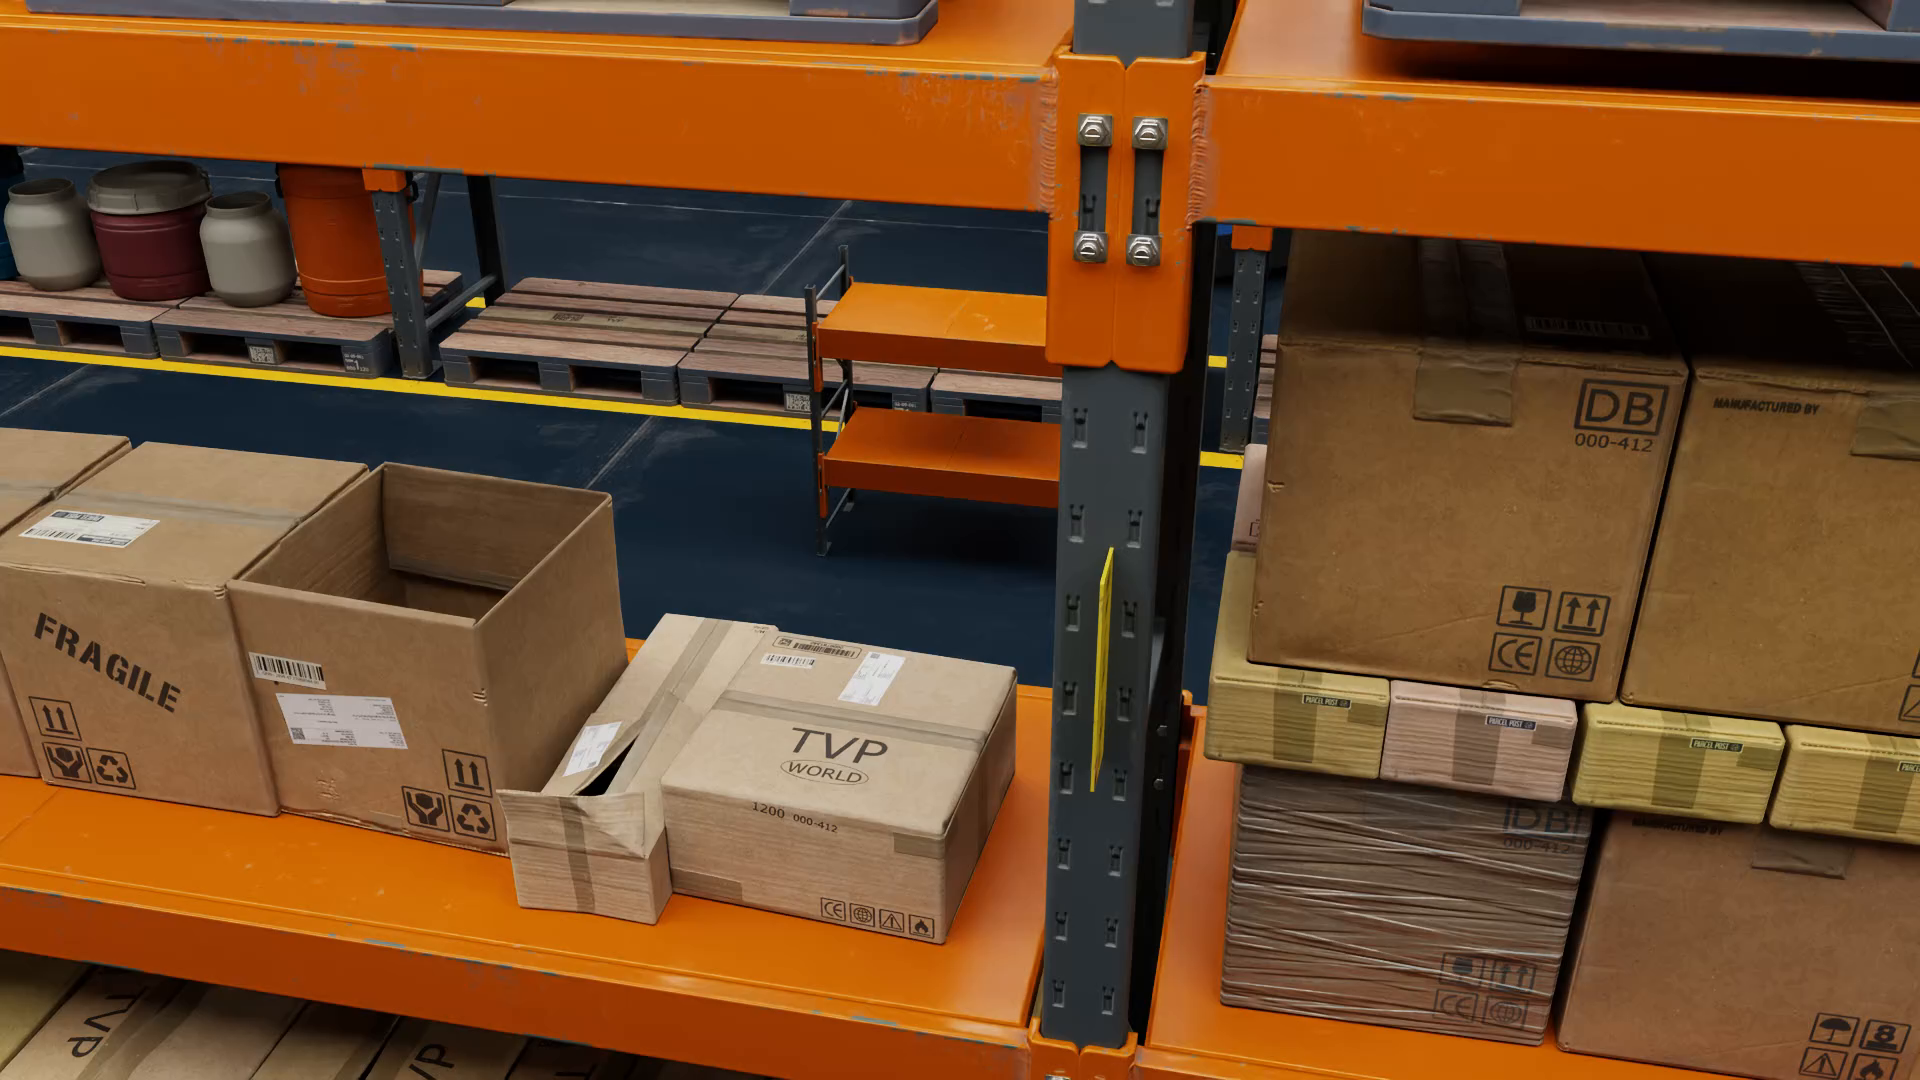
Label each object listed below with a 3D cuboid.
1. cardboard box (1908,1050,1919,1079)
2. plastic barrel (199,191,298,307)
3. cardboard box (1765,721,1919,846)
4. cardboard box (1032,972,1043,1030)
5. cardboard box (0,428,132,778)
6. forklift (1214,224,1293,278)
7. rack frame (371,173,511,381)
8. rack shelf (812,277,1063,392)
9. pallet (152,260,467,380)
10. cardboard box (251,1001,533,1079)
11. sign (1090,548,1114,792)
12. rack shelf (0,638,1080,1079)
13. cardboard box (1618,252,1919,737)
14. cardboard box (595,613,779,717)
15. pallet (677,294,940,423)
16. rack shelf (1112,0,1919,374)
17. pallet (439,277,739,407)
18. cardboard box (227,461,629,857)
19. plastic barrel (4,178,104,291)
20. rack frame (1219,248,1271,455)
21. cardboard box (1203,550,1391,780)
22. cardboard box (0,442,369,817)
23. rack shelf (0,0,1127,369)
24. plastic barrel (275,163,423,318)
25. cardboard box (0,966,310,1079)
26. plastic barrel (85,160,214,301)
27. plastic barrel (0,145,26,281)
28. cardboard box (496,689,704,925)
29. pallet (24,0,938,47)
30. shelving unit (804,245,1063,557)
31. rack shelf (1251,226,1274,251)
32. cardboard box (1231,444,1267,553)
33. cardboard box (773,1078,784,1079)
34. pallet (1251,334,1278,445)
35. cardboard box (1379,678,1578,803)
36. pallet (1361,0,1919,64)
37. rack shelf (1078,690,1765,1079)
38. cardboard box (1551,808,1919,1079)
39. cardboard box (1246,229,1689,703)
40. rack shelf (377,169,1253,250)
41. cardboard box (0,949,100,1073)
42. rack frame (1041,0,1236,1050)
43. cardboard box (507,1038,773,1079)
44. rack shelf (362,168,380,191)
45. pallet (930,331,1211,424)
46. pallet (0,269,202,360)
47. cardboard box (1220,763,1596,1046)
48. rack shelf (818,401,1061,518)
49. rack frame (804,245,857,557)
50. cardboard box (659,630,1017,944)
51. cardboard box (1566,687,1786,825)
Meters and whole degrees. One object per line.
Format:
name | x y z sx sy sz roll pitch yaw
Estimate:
cardboard box | 1.733 0.490 2.628 0.500 0.500 0.700 6 29 11
plastic barrel | -3.636 -1.486 8.493 0.421 0.512 0.421 0 29 0
cardboard box | 1.268 0.255 2.380 0.250 0.149 0.380 6 29 10
cardboard box | -0.061 1.008 3.628 0.500 0.311 0.500 6 29 11
cardboard box | -1.977 0.106 3.329 0.500 0.500 0.500 4 29 8
forklift | 1.174 -3.426 9.956 1.130 2.935 3.031 -12 31 -21
rack frame | -2.583 -2.337 7.895 0.127 3.000 1.000 6 29 11
rack shelf | -0.007 -0.751 6.341 1.000 0.278 0.538 6 29 11
pallet | -3.363 -1.173 8.673 1.213 0.211 1.003 6 29 11
cardboard box | -1.163 1.160 3.350 0.500 0.311 0.500 6 29 10
sign | 0.187 0.173 2.188 0.005 0.325 0.100 6 29 11
rack shelf | -1.665 0.505 3.453 4.000 0.370 1.077 6 29 11
cardboard box | 1.220 -0.131 2.411 0.500 0.500 0.700 6 29 10
cardboard box | -0.533 0.315 3.312 0.250 0.149 0.380 6 29 11
pallet | -0.644 -0.894 8.164 1.213 0.211 1.003 6 29 11
rack shelf | 2.247 -0.410 2.000 4.000 0.370 1.077 6 29 11
pallet | -1.833 -1.018 8.389 1.213 0.211 1.003 6 29 11
cardboard box | -0.972 0.209 3.141 0.500 0.500 0.500 8 30 14
plastic barrel | -4.740 -1.599 8.700 0.421 0.512 0.421 0 29 0
rack frame | 1.329 -1.936 7.162 0.127 3.000 1.000 6 29 11
cardboard box | 0.513 0.180 2.519 0.250 0.149 0.380 6 29 10
cardboard box | -1.462 0.158 3.233 0.500 0.500 0.500 6 29 11
rack shelf | -1.665 -0.811 2.733 4.000 0.370 1.077 6 29 11
plastic barrel | -3.065 -1.610 8.390 0.708 0.830 0.600 6 29 11
cardboard box | -1.654 1.107 3.445 0.500 0.311 0.500 5 29 10
plastic barrel | -4.169 -1.618 8.655 0.708 0.588 0.600 6 29 11
plastic barrel | -5.274 -1.868 8.787 0.708 0.901 0.600 6 29 11
cardboard box | -0.607 0.447 2.950 0.258 0.266 0.396 5 29 9
pallet | -0.575 -0.924 2.390 1.217 0.209 0.805 5 29 9
shelving unit | -0.007 -0.494 6.481 1.048 1.125 0.538 6 29 11
rack shelf | 3.285 -1.420 6.969 4.000 0.370 1.077 6 29 11
cardboard box | 0.601 -0.012 2.868 0.250 0.149 0.380 6 29 11
cardboard box | -0.165 1.260 3.167 0.500 0.311 0.500 6 29 11
pallet | 1.977 -0.626 7.673 1.213 0.211 1.003 6 29 11
cardboard box | 0.759 0.205 2.473 0.250 0.149 0.380 6 29 11
pallet | 1.130 -0.813 2.081 1.213 0.211 1.003 6 29 11
rack shelf | 2.247 0.906 2.720 4.000 0.370 1.077 6 29 11
cardboard box | 1.243 0.438 2.723 0.500 0.500 0.700 6 29 10
cardboard box | 0.726 -0.181 2.502 0.500 0.500 0.700 6 29 11
rack shelf | -0.627 -1.821 7.701 4.000 0.370 1.077 6 29 11
cardboard box | -2.156 1.056 3.539 0.500 0.311 0.500 5 29 9
rack frame | 0.290 0.392 2.911 0.053 2.616 0.949 6 29 11
cardboard box | -0.675 1.211 3.257 0.500 0.311 0.500 7 29 12
rack shelf | -4.539 -2.222 8.434 4.000 0.370 1.077 6 29 11
pallet | 0.553 -0.773 7.942 1.213 0.211 1.003 6 29 11
pallet | -4.552 -1.297 8.899 1.213 0.211 1.003 6 29 11
cardboard box | 0.726 0.388 2.814 0.500 0.500 0.700 5 29 9
rack shelf | -0.007 -0.280 6.599 1.000 0.278 0.538 6 29 11
rack frame | -0.504 -0.545 6.574 0.032 1.125 0.500 6 29 11
cardboard box | -0.200 0.427 3.003 0.500 0.250 0.500 8 30 14
cardboard box | 1.011 0.230 2.427 0.250 0.149 0.380 5 29 9
